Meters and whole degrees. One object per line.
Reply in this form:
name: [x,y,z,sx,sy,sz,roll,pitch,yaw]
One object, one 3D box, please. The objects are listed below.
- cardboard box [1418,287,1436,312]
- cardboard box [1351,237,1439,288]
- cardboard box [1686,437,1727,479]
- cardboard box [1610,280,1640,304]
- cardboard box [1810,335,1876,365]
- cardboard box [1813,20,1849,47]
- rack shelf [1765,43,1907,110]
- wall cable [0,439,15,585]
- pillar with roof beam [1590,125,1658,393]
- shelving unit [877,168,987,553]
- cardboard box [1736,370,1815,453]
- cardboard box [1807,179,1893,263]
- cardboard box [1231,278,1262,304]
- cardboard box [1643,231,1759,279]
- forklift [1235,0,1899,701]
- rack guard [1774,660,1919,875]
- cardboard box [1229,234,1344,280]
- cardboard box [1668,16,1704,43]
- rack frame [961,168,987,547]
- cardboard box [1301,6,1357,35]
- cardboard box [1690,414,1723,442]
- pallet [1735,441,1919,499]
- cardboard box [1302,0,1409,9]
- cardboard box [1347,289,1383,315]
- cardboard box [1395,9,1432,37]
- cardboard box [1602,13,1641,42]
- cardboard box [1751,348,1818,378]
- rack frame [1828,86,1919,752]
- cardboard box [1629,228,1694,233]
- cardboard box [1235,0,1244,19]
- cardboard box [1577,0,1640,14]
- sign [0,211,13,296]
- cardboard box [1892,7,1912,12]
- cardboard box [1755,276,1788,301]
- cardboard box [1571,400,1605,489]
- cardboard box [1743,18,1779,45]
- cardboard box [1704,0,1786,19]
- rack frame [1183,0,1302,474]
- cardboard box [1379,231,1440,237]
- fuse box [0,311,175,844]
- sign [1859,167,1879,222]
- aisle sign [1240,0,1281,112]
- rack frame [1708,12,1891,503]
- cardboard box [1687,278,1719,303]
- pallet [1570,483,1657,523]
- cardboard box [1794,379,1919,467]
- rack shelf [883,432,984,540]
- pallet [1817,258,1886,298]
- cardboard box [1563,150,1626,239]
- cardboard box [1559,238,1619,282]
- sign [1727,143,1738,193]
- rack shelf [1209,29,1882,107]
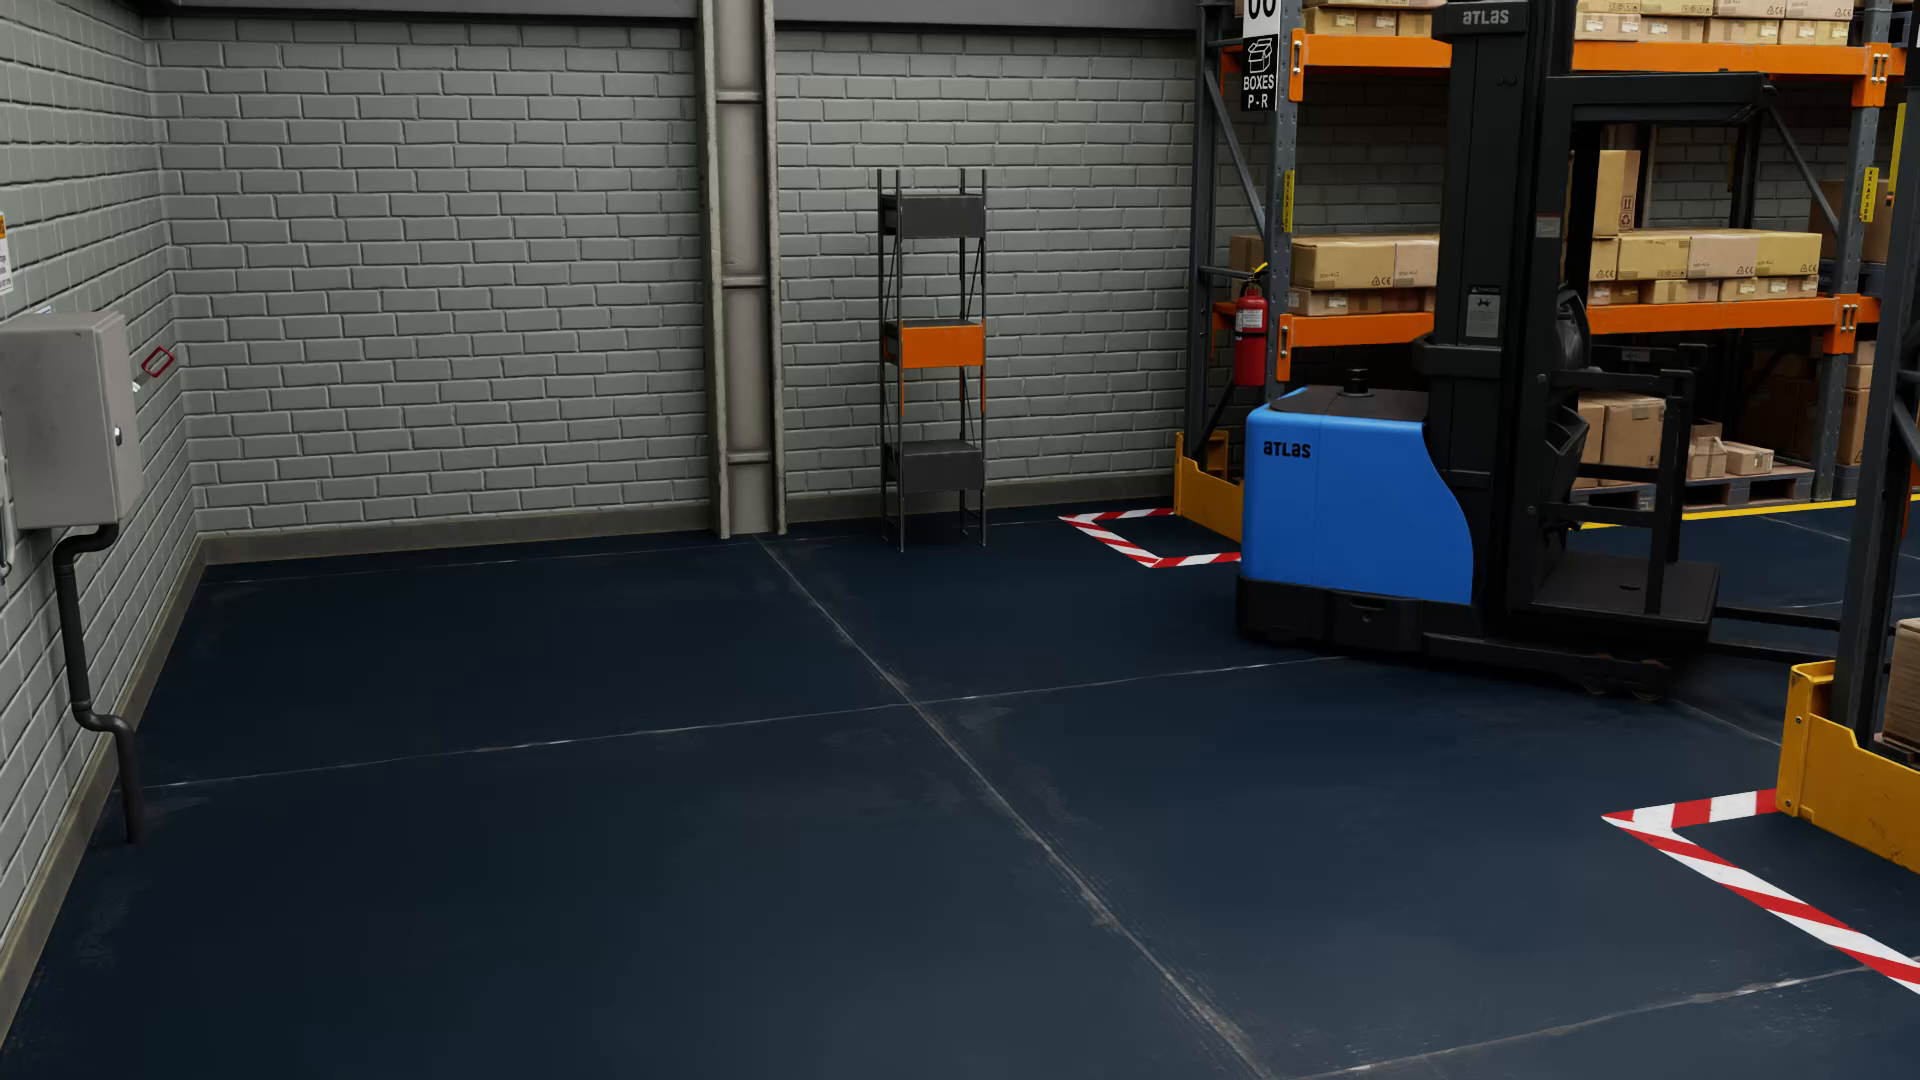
cardboard box: [2.711,-1.419,9.669,0.250,0.149,0.380,-4,14,-16]
cardboard box: [2.582,-1.599,9.565,0.500,0.250,0.500,-4,14,-17]
cardboard box: [4.607,-0.553,10.488,0.258,0.266,0.396,-4,14,-16]
cardboard box: [3.908,-1.529,10.130,0.250,0.149,0.380,-4,14,-17]
cardboard box: [5.785,-1.241,10.828,0.250,0.149,0.380,-5,14,-19]
cardboard box: [5.133,-3.057,10.073,0.250,0.149,0.380,-5,14,-18]
rack shelf: [7.275,-3.068,11.131,4.000,0.370,1.077,-4,14,-18]
wall cable: [-2.625,-0.811,4.373,0.122,1.984,0.588,-4,14,-18]
pillar with roof beam: [5.805,-3.932,6.726,0.400,9.000,9.100,-4,14,-18]
shelving unit: [-0.157,-1.009,9.348,0.503,2.100,0.431,-4,14,-18]
cardboard box: [5.750,-0.900,11.440,0.500,0.500,0.500,-5,14,-18]
cardboard box: [5.909,-2.051,10.658,0.500,0.500,0.700,-4,14,-17]
cardboard box: [1.817,-1.477,9.913,0.250,0.149,0.380,-5,14,-19]
cardboard box: [4.504,-1.752,10.206,0.500,0.250,0.500,-4,14,-18]
forklift: [2.823,-0.904,7.108,3.031,2.935,1.130,7,15,26]
rack guard: [3.152,0.790,5.240,0.348,0.500,1.175,-4,14,-18]
cardboard box: [1.939,-1.680,9.904,0.500,0.250,0.500,-4,14,-16]
cardboard box: [4.145,-2.991,9.796,0.250,0.149,0.380,-4,14,-16]
rack frame: [0.074,-1.027,9.424,0.015,2.100,0.400,-4,14,-18]
cardboard box: [1.964,-2.825,9.100,0.250,0.149,0.380,-4,14,-17]
cardboard box: [4.678,-0.710,11.050,0.500,0.311,0.500,-4,14,-16]
pallet: [6.138,-0.523,11.385,1.213,0.211,1.003,-4,14,-18]
cardboard box: [2.096,-3.020,9.055,0.500,0.250,0.500,-5,14,-19]
cardboard box: [2.214,-1.387,9.533,0.250,0.149,0.380,-4,14,-17]
cardboard box: [2.453,-2.866,9.269,0.250,0.149,0.380,-4,14,-18]
cardboard box: [3.683,-2.937,9.568,0.250,0.149,0.380,-4,14,-17]
cardboard box: [5.636,-1.205,11.320,0.250,0.149,0.380,-5,14,-20]
rack frame: [3.175,-0.427,4.958,0.127,3.000,1.000,-4,14,-18]
cardboard box: [4.351,-1.867,10.691,0.500,0.250,0.500,-5,14,-19]
cardboard box: [1.923,-3.139,9.558,0.500,0.250,0.500,-5,14,-19]
cardboard box: [3.543,-3.140,9.561,0.500,0.250,0.500,-5,14,-19]
sign: [-2.872,-0.852,4.958,0.001,0.242,0.339,-4,14,-18]
cardboard box: [5.871,-3.462,10.654,0.250,0.149,0.380,-4,14,-17]
cardboard box: [4.918,-1.586,10.371,0.250,0.149,0.380,-4,14,-17]
cardboard box: [3.554,-0.600,10.178,0.500,0.500,0.500,-4,14,-17]
cardboard box: [4.642,-3.022,9.924,0.250,0.149,0.380,-4,14,-16]
cardboard box: [4.513,-3.211,9.859,0.500,0.250,0.500,-5,14,-20]
rack frame: [1.588,-1.516,9.533,0.127,3.000,1.000,-4,14,-18]
cardboard box: [2.899,-1.753,10.212,0.500,0.250,0.500,-4,14,-16]
fuse box: [-2.694,0.149,5.318,0.414,1.711,0.539,-4,14,-18]
sign: [5.560,-2.114,10.177,0.005,0.325,0.100,-4,14,-18]
aisle sign: [1.617,-2.711,8.941,0.004,0.787,0.394,-4,14,-18]
rack frame: [5.379,-1.811,10.775,0.127,3.000,1.000,-4,14,-18]
cardboard box: [4.422,-1.548,10.212,0.250,0.149,0.380,-4,14,-17]
pallet: [3.570,-0.313,10.503,1.213,0.211,1.003,-4,14,-18]
cardboard box: [5.909,-0.786,10.958,0.500,0.500,0.500,-4,14,-16]
rack shelf: [-0.157,-0.315,9.514,0.480,0.518,0.431,-4,14,-18]
pallet: [6.171,-1.753,10.944,1.213,0.211,1.003,-4,14,-18]
cardboard box: [3.526,-2.038,9.788,0.500,0.500,0.500,-4,14,-17]
cardboard box: [3.539,-1.680,9.904,0.500,0.250,0.500,-5,14,-20]
sign: [5.199,-2.496,11.151,0.005,0.325,0.100,-4,14,-18]
rack shelf: [3.484,-2.773,9.890,4.000,0.370,1.077,-4,14,-18]
